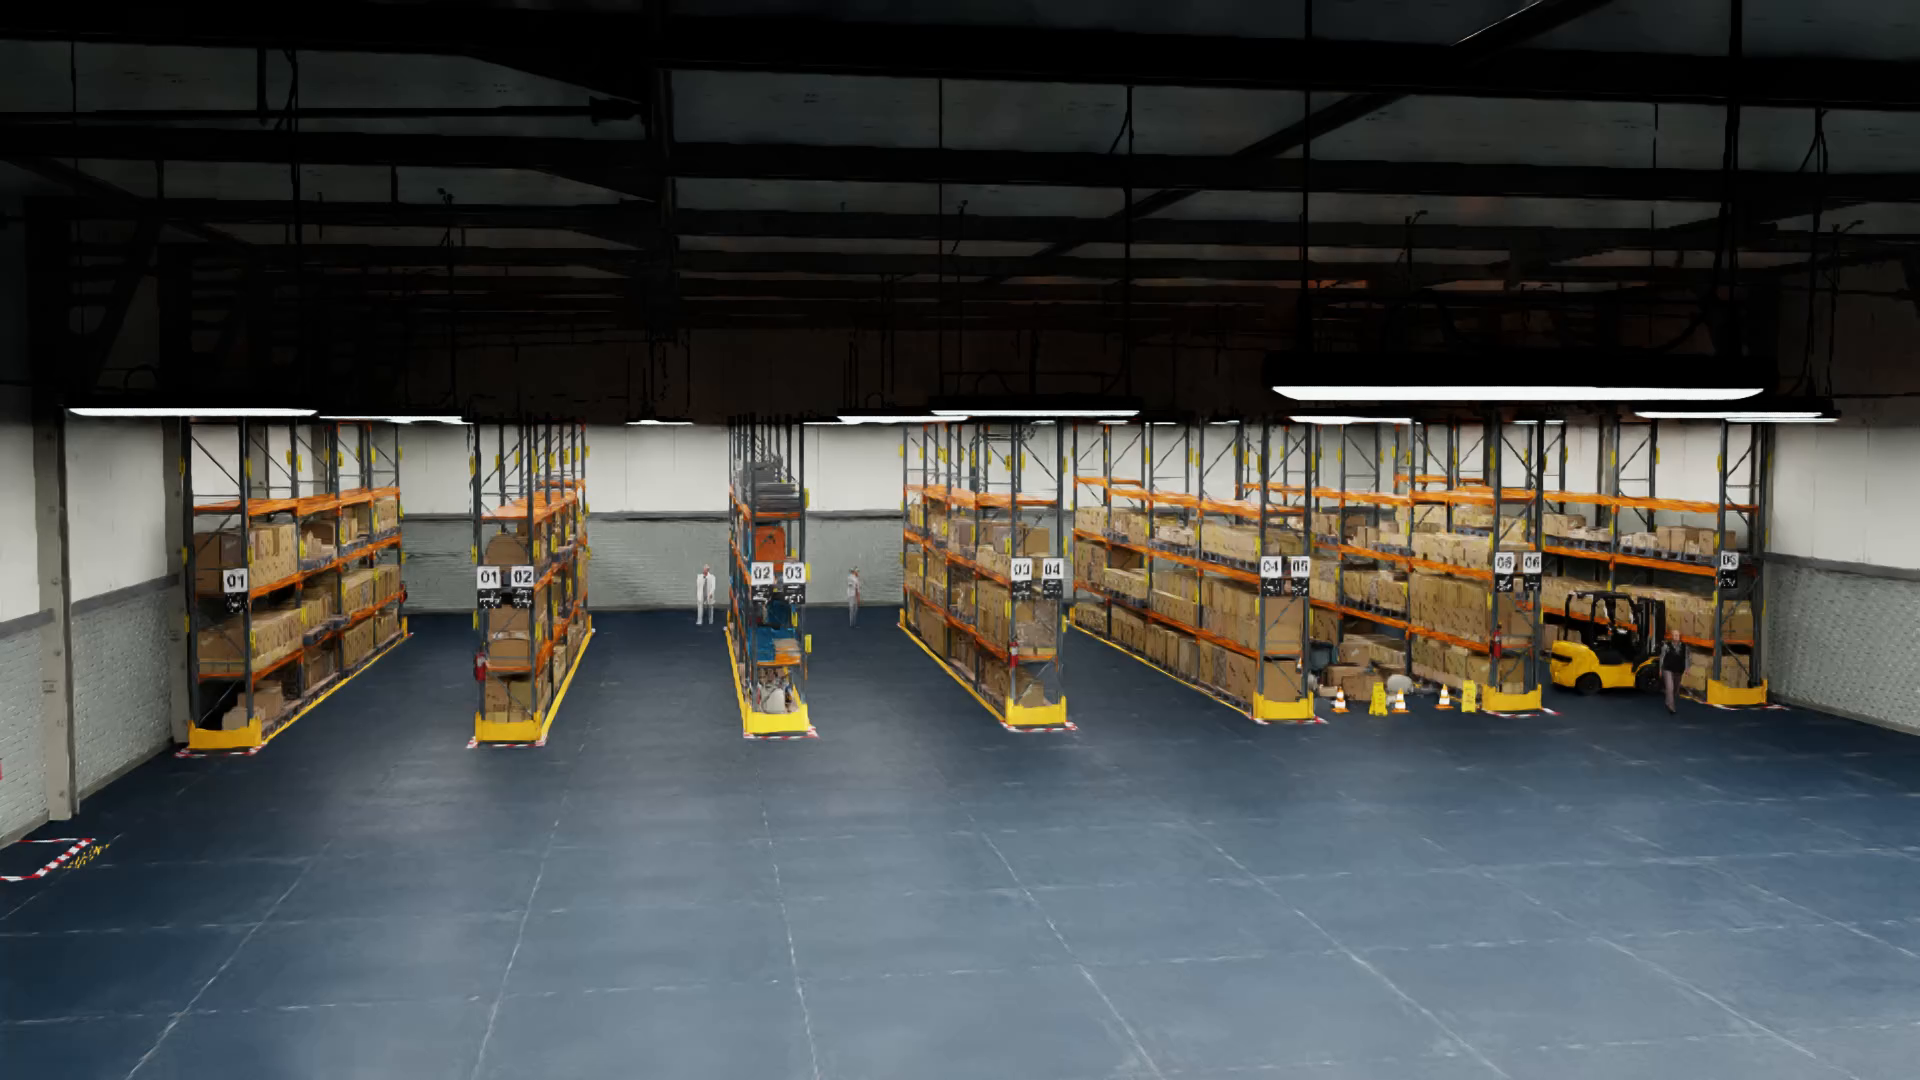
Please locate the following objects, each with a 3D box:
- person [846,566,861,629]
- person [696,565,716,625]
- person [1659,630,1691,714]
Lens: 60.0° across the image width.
[{"bbox_3d":[-2.995,1.623,47.128,0.419,1.770,0.691,-1,4,-20],"label":"person"},{"bbox_3d":[-7.342,1.578,48.071,0.576,1.712,1.089,0,4,0],"label":"person"},{"bbox_3d":[14.325,2.618,33.313,0.539,1.665,1.031,0,4,0],"label":"person"}]
